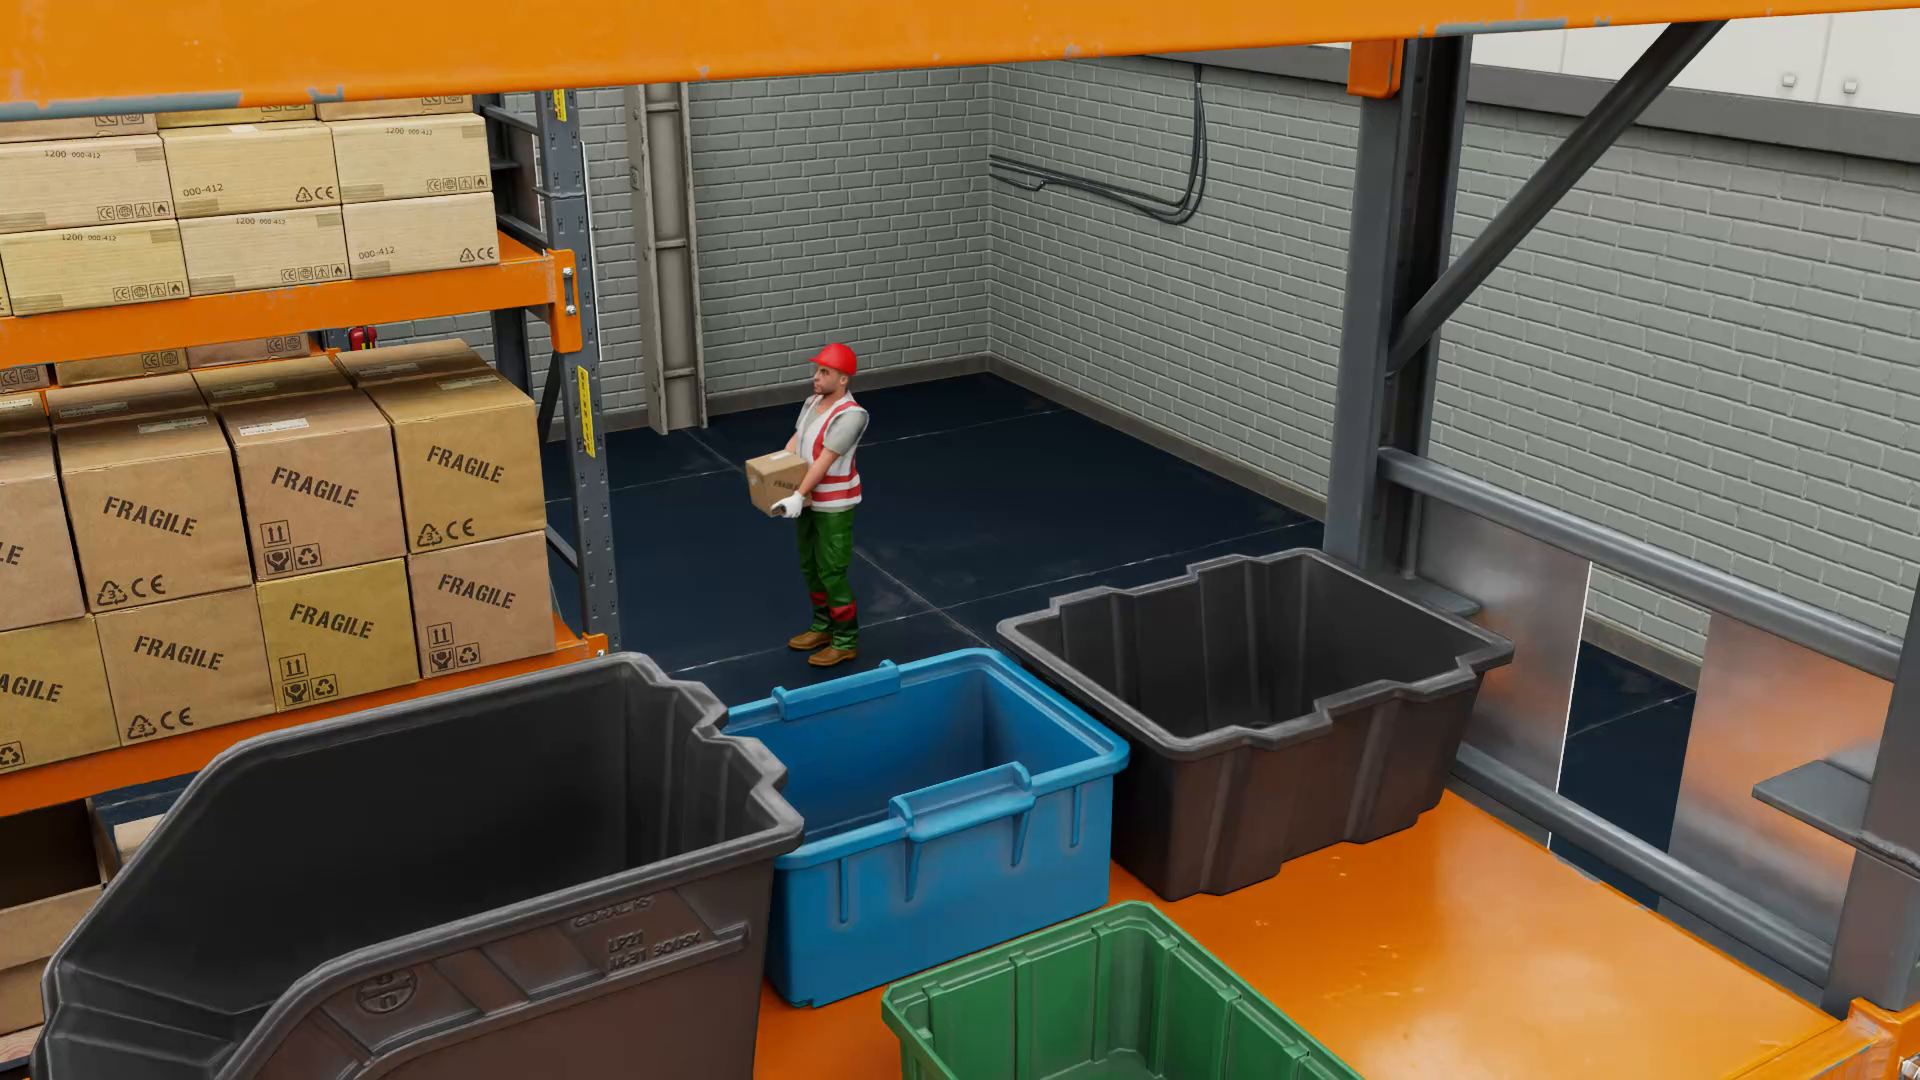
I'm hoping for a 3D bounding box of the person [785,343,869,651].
[{"bbox_3d":[-0.759,-0.214,9.024,0.460,1.723,0.493,-12,25,-28],"label":"person"}]
